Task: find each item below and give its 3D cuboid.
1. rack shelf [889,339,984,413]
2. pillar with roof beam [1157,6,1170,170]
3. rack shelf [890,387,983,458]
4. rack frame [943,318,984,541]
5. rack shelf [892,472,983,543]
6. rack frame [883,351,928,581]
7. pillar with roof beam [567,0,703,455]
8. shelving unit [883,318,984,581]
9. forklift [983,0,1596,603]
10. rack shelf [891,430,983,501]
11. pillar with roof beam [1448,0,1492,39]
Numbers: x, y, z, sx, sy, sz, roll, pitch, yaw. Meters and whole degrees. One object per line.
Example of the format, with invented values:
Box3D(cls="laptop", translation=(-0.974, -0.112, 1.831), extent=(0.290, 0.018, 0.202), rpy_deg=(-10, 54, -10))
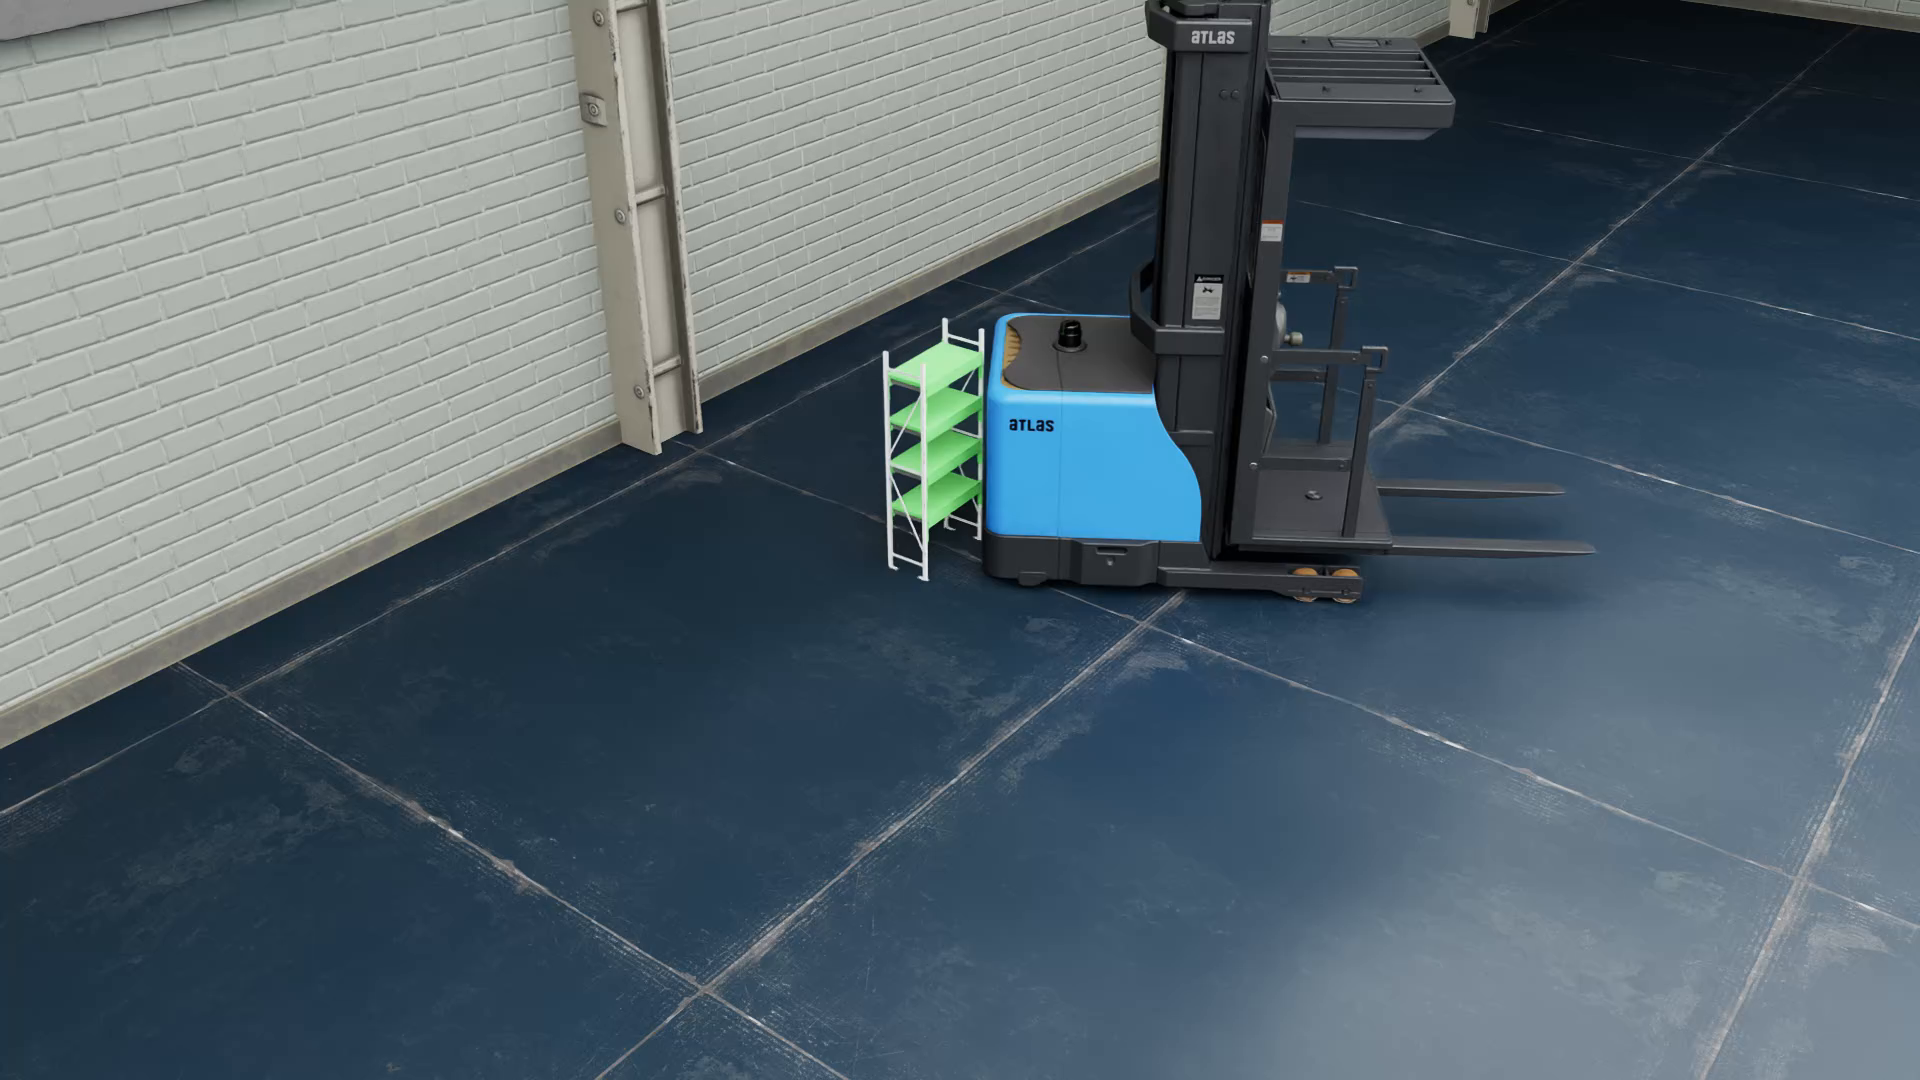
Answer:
Box3D(cls="rack shelf", translation=(-0.125, -0.804, 8.114), extent=(0.258, 0.148, 0.480), rpy_deg=(20, 36, 30))
Box3D(cls="pillar with roof beam", translation=(5.297, -5.600, 9.373), extent=(9.100, 9.000, 0.400), rpy_deg=(21, 37, 31))
Box3D(cls="rack shelf", translation=(-0.125, -0.598, 8.237), extent=(0.258, 0.148, 0.480), rpy_deg=(20, 36, 30))
Box3D(cls="rack frame", translation=(0.016, -0.548, 8.498), extent=(0.240, 1.200, 0.015), rpy_deg=(20, 36, 30))
Box3D(cls="rack shelf", translation=(-0.125, -0.185, 8.481), extent=(0.258, 0.148, 0.480), rpy_deg=(20, 36, 30))
Box3D(cls="rack frame", translation=(-0.265, -0.345, 8.155), extent=(0.240, 1.200, 0.015), rpy_deg=(20, 36, 30))
Box3D(cls="pillar with roof beam", translation=(1.675, -3.161, 5.258), extent=(9.100, 9.000, 0.400), rpy_deg=(21, 37, 31))
Box3D(cls="shelving unit", translation=(-0.125, -0.446, 8.326), extent=(0.258, 1.200, 0.503), rpy_deg=(20, 36, 30))
Box3D(cls="forklift", translation=(1.655, -1.230, 7.951), extent=(3.031, 2.935, 1.130), rpy_deg=(2, 31, 3))
Box3D(cls="rack shelf", translation=(-0.125, -0.391, 8.359), extent=(0.258, 0.148, 0.480), rpy_deg=(20, 36, 30))
Box3D(cls="pillar with roof beam", translation=(8.919, -8.039, 13.488), extent=(9.100, 9.000, 0.400), rpy_deg=(21, 37, 31))
